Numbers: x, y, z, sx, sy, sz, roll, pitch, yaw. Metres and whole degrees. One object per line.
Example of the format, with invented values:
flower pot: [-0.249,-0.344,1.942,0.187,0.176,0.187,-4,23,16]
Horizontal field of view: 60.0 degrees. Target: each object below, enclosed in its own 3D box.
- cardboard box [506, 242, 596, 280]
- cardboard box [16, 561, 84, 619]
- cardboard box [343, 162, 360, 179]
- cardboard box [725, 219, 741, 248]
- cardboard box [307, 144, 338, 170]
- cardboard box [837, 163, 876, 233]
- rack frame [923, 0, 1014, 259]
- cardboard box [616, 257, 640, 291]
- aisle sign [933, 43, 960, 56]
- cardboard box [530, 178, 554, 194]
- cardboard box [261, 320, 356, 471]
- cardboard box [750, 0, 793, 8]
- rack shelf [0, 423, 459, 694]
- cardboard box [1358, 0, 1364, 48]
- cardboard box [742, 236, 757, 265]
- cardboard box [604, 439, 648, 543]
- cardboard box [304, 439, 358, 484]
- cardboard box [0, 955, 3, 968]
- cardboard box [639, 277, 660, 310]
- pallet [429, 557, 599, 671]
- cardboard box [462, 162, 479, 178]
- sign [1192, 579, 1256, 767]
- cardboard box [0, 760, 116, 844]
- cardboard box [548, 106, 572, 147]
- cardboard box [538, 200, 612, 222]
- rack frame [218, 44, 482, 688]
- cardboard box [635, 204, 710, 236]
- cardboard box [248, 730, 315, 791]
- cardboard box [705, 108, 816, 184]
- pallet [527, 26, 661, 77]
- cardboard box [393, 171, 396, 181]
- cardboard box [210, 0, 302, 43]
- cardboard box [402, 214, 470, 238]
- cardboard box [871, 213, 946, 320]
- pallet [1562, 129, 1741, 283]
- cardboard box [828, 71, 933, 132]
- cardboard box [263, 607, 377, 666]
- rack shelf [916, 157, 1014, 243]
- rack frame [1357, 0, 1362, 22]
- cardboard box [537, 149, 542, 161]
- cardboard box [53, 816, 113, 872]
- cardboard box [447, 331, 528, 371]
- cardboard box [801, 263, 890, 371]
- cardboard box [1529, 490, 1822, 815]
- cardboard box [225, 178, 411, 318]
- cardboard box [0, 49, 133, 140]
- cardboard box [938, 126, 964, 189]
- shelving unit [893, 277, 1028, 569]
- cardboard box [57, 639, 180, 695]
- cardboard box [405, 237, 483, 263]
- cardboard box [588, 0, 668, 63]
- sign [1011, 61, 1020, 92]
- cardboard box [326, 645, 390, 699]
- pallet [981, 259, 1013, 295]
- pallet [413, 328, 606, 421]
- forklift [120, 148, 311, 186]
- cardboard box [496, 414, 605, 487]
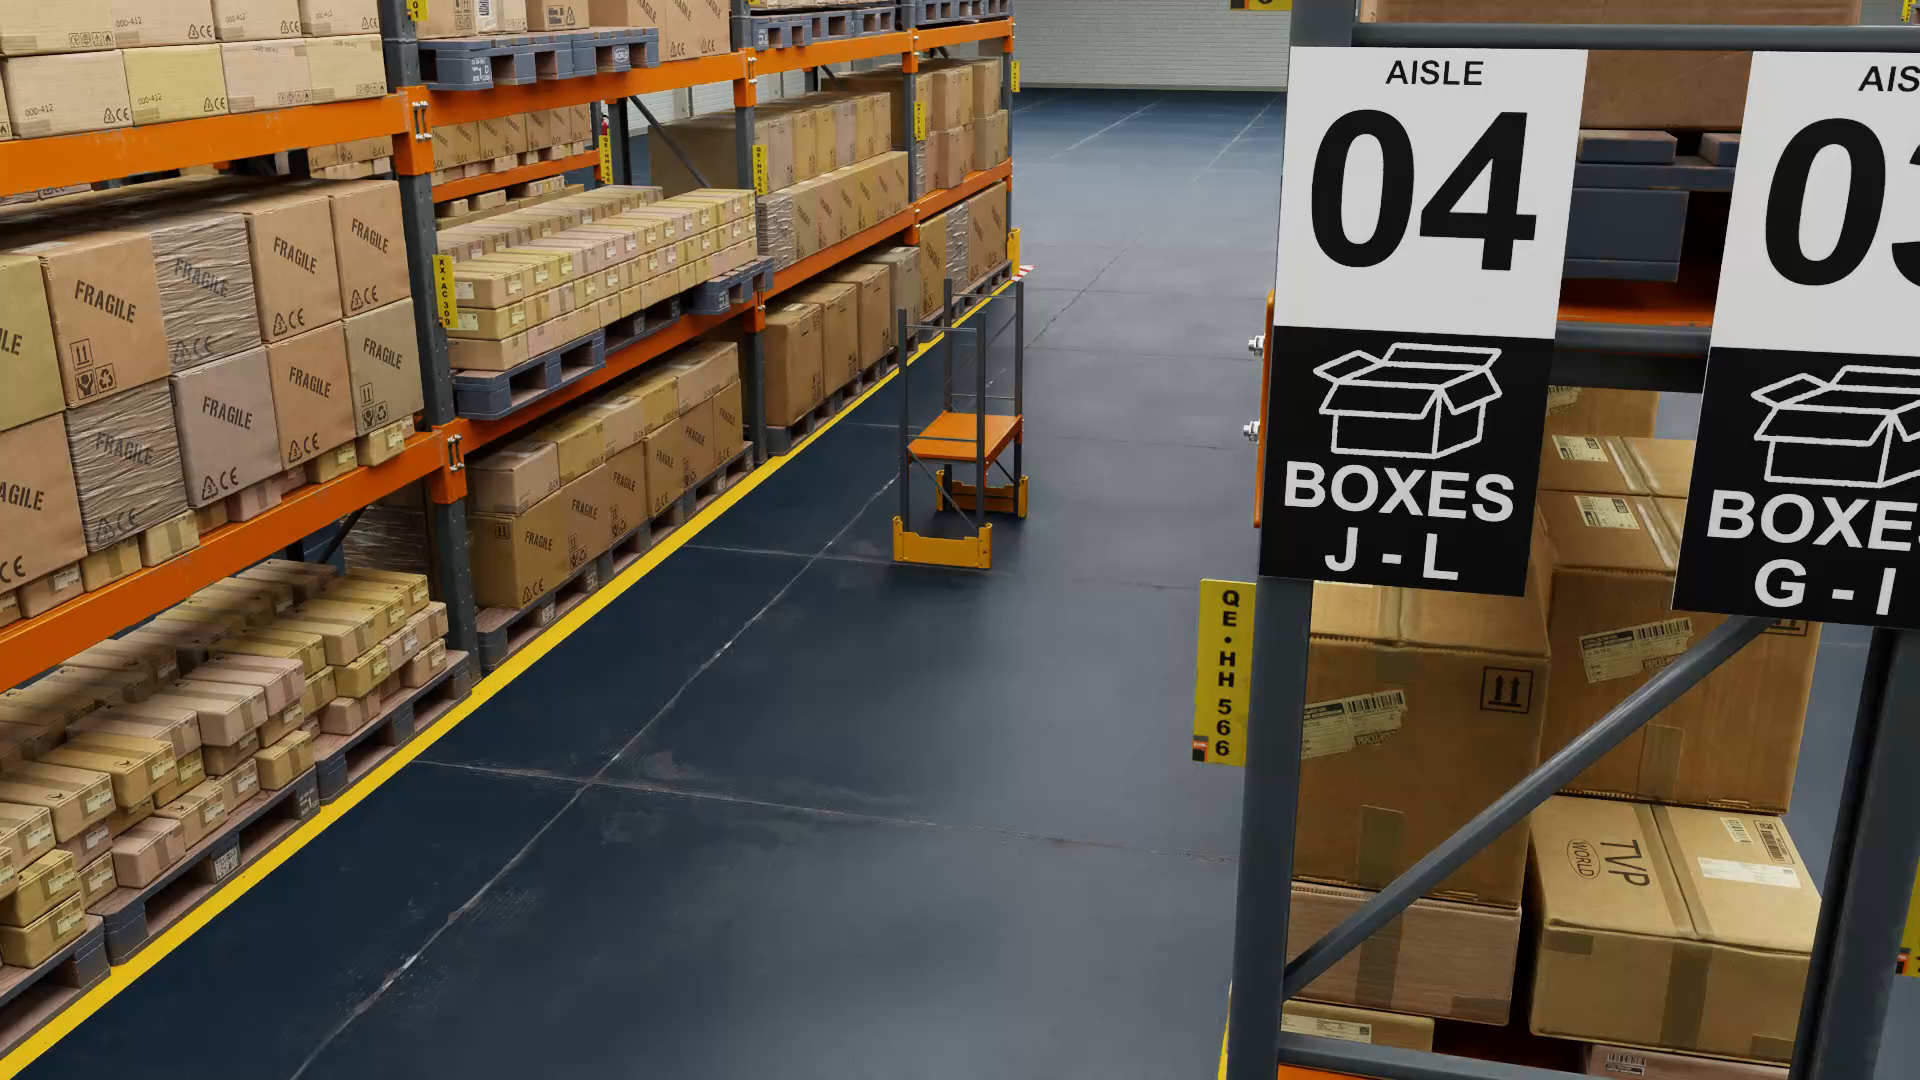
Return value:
cardboard box: [-2.112,-1.443,8.589,0.380,0.149,0.250,4,19,13]
cardboard box: [-3.177,0.135,5.539,0.380,0.149,0.250,4,19,12]
cardboard box: [-5.683,-3.347,15.084,0.380,0.149,0.250,4,19,12]
cardboard box: [-1.610,-1.948,10.528,0.380,0.149,0.250,5,20,15]
cardboard box: [-5.857,-3.522,14.593,0.500,0.500,0.500,5,20,15]
cardboard box: [-1.005,-2.801,13.594,0.500,0.500,0.500,5,19,14]
rack frame: [0.087,-4.509,18.749,1.000,3.000,0.127,5,19,13]
cardboard box: [-1.987,-1.468,9.122,0.380,0.149,0.250,4,19,12]
aisle sign: [-0.187,-5.785,18.463,0.394,0.787,0.004,5,19,13]
cardboard box: [-4.770,-3.957,18.573,0.380,0.149,0.250,5,19,14]
cardboard box: [-2.817,-0.600,6.687,0.500,0.500,0.500,4,19,12]
cardboard box: [-1.477,-3.835,11.467,0.500,0.311,0.500,5,19,13]
rack shelf: [-3.334,0.219,6.018,1.077,0.370,4.000,5,19,13]
cardboard box: [1.406,-1.467,4.241,0.700,0.500,0.500,6,20,16]
cardboard box: [-1.542,-1.891,10.821,0.380,0.149,0.250,5,19,14]
cardboard box: [-2.165,-0.306,9.660,0.500,0.500,0.500,5,19,14]
cardboard box: [-2.768,-0.353,6.968,0.380,0.149,0.250,5,20,16]
cardboard box: [-3.345,1.350,5.355,0.380,0.149,0.250,5,19,14]
cardboard box: [-1.924,-1.404,9.395,0.380,0.149,0.250,4,19,11]
pallet: [-2.656,0.327,8.903,1.003,0.211,1.213,5,19,13]
cardboard box: [-5.186,-3.813,17.099,0.380,0.149,0.250,5,20,15]
sign: [0.440,0.222,2.740,0.100,0.325,0.005,5,19,13]
cardboard box: [-3.171,0.902,5.747,0.380,0.149,0.250,5,20,16]
cardboard box: [-4.730,-4.708,18.716,0.500,0.500,0.500,5,19,14]
cardboard box: [-2.361,-1.990,10.191,0.380,0.149,0.250,4,19,11]
rack frame: [-2.845,-0.748,7.737,1.000,3.000,0.127,5,19,13]
cardboard box: [-1.732,-1.929,10.012,0.380,0.149,0.250,5,20,15]
cardboard box: [-2.863,0.876,6.742,0.380,0.149,0.250,5,19,13]
cardboard box: [-1.503,-2.982,12.575,0.700,0.500,0.500,4,19,13]
pallet: [-2.340,-2.589,8.777,1.213,0.211,1.003,5,19,13]
cardboard box: [-5.878,-3.699,16.767,0.380,0.149,0.250,5,20,15]
cardboard box: [-2.850,-2.006,6.239,0.500,0.250,0.500,4,19,11]
cardboard box: [-5.309,-3.031,16.864,0.500,0.500,0.500,6,20,16]
cardboard box: [-0.669,-2.640,15.915,0.875,0.875,0.875,5,19,14]
pallet: [1.134,-0.682,3.040,1.003,0.211,1.213,5,19,13]
cardboard box: [-0.745,-4.132,15.742,0.875,0.550,0.550,5,19,13]
cardboard box: [-2.757,0.415,7.174,0.380,0.149,0.250,4,19,13]
rack shelf: [-0.402,-3.542,17.030,1.077,0.370,4.000,5,19,13]
rack frame: [1.940,-3.164,5.528,1.000,3.000,0.127,5,19,13]
cardboard box: [-4.892,-4.296,18.514,0.380,0.149,0.250,5,19,14]
cardboard box: [-3.209,1.044,5.792,0.380,0.149,0.250,4,19,11]
cardboard box: [-2.303,-0.915,7.965,0.380,0.149,0.250,4,19,11]
cardboard box: [-1.194,-1.886,13.899,1.050,0.750,0.750,5,19,13]
cardboard box: [1.464,0.218,3.519,0.500,0.500,0.500,4,19,12]
cardboard box: [-2.698,-1.241,7.017,0.500,0.500,0.500,4,19,11]
cardboard box: [-3.082,-1.451,5.388,0.500,0.250,0.500,5,19,13]
cardboard box: [-0.453,-3.777,16.374,0.875,0.550,0.550,5,19,13]
shelving unit: [0.019,-0.734,10.015,0.587,1.500,1.083,5,19,13]
cardboard box: [-3.452,0.534,6.824,0.380,0.149,0.250,5,20,15]
cardboard box: [-2.742,-1.498,8.752,0.380,0.149,0.250,5,19,13]
cardboard box: [-1.996,-2.955,9.404,0.500,0.500,0.500,5,19,13]
sign: [0.610,-5.122,18.385,0.100,0.325,0.005,5,19,13]
cardboard box: [-2.716,0.557,7.218,0.380,0.149,0.250,4,19,11]
pallet: [-0.033,-2.933,18.448,1.003,0.211,1.213,5,19,13]
pallet: [-2.517,-0.885,8.436,1.003,0.211,1.213,5,19,13]
forklift: [-4.439,-1.722,10.693,1.130,2.935,3.031,5,19,14]
cardboard box: [-2.280,-0.497,9.058,0.500,0.250,0.500,5,20,15]
